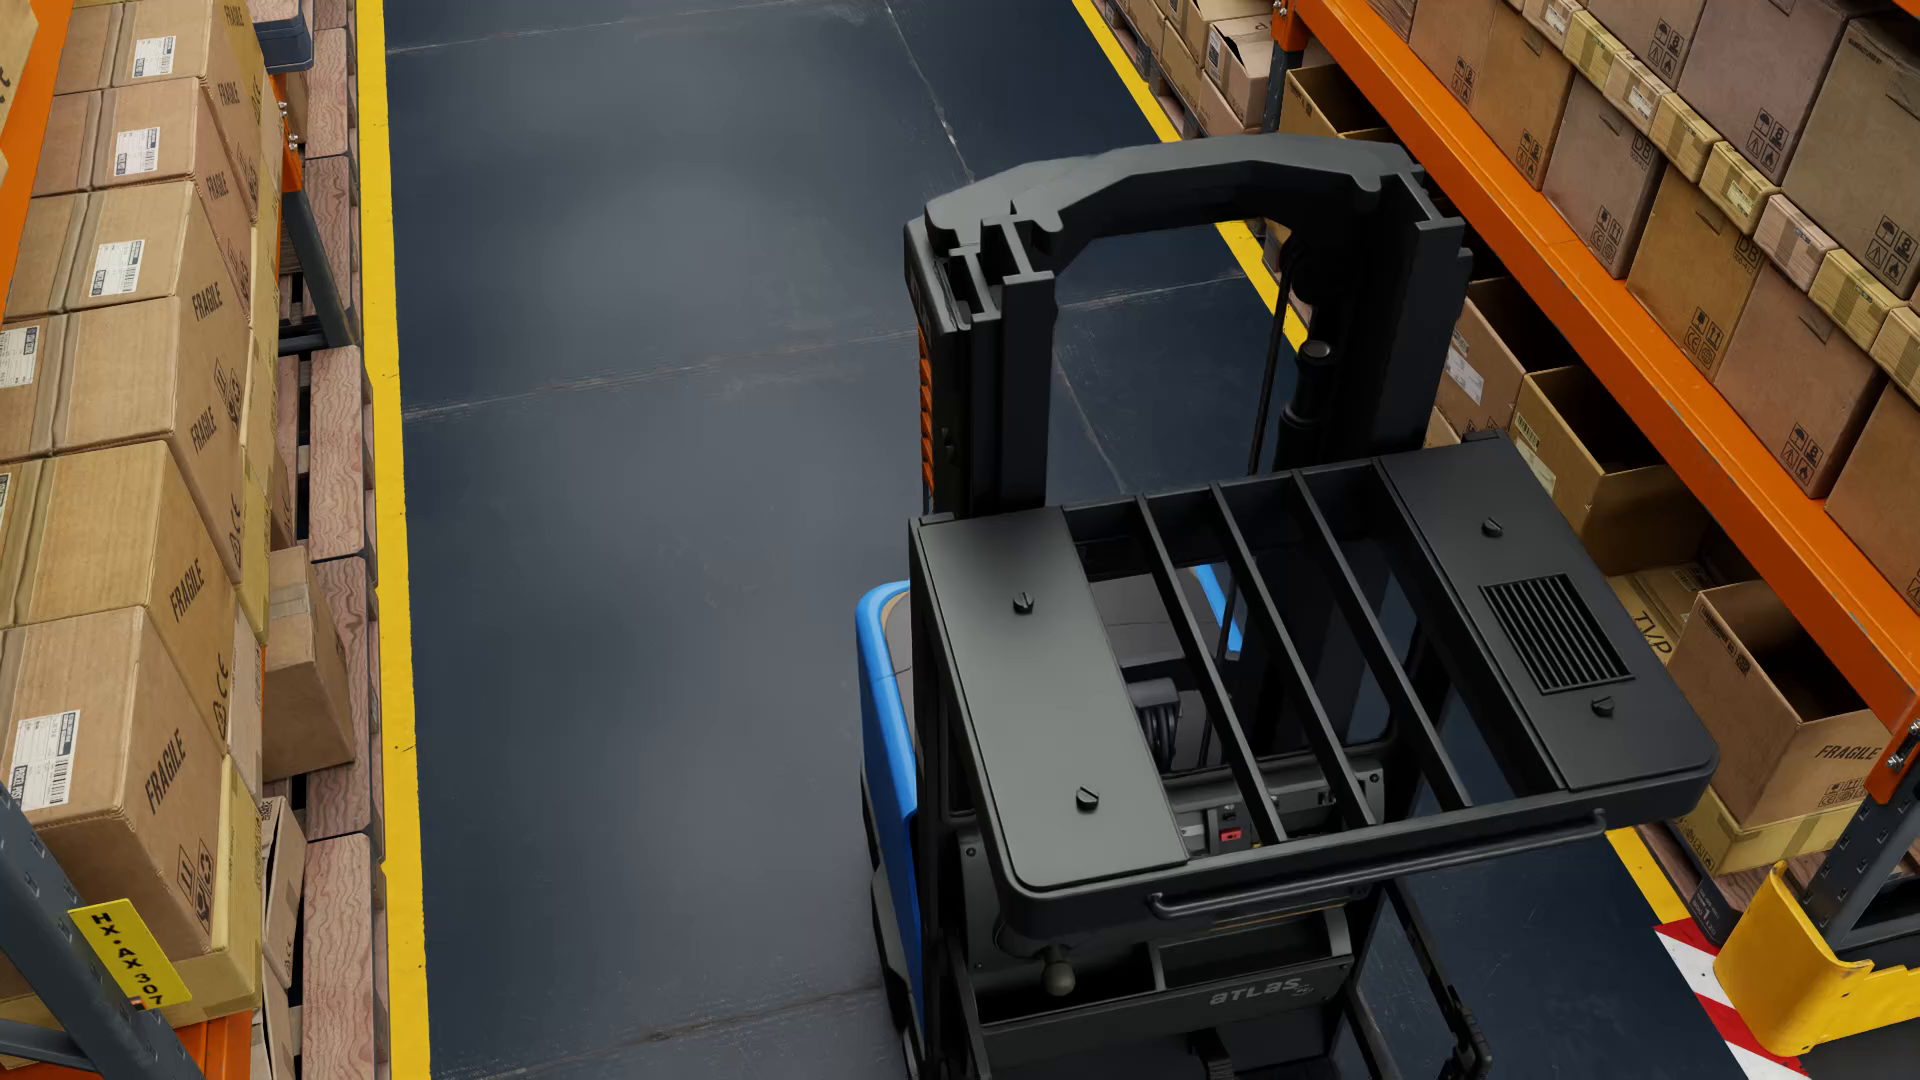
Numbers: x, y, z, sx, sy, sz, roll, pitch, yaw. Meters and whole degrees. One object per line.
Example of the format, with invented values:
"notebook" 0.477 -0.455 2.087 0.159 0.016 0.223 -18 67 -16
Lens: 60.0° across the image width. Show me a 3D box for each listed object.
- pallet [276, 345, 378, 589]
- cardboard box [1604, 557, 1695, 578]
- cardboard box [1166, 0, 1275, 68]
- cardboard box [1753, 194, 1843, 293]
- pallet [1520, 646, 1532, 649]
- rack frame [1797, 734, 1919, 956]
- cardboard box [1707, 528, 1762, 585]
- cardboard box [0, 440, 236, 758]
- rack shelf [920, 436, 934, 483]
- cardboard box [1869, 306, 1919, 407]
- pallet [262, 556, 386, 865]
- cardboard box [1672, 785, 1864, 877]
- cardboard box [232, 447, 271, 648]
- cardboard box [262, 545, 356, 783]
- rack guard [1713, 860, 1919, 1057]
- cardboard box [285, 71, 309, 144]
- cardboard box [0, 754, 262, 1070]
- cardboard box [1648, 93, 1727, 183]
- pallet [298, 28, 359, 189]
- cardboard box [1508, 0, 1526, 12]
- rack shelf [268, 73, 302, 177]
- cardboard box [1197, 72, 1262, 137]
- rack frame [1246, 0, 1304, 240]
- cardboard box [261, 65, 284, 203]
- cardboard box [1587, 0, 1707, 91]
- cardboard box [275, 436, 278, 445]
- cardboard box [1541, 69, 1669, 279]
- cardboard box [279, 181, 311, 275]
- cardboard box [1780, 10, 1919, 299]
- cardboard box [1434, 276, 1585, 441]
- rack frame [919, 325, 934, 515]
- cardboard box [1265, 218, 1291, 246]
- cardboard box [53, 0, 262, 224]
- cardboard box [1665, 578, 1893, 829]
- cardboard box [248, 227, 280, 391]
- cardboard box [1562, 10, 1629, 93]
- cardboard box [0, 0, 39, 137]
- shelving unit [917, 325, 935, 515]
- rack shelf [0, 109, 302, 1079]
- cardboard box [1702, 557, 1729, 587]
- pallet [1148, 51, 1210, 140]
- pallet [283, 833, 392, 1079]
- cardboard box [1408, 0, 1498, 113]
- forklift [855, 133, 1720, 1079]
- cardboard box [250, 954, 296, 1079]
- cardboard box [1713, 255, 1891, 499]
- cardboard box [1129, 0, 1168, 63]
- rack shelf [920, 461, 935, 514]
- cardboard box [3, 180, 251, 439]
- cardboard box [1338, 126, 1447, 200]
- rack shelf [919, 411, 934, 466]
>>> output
"pallet" -2.760 -0.212 6.310 1.003 0.211 1.213 -11 47 -10
"cardboard box" 2.153 0.019 5.762 0.500 0.250 0.500 -11 47 -10
"cardboard box" 1.301 -2.520 7.858 0.500 0.311 0.500 -10 46 -9
"cardboard box" 2.367 -0.814 4.423 0.380 0.149 0.250 -10 46 -10
"pallet" 2.300 -0.177 6.276 1.003 0.211 1.213 -11 47 -10
"rack frame" 2.845 0.208 3.946 1.000 3.000 0.127 -11 47 -10
"cardboard box" 2.793 0.005 5.251 0.500 0.500 0.500 -11 47 -10
"cardboard box" -1.891 0.172 3.547 0.500 0.500 0.500 -11 47 -10
"rack shelf" 0.004 -0.295 5.929 0.258 0.103 0.180 -11 47 -10
"cardboard box" 2.495 -0.463 4.080 0.380 0.149 0.250 -10 46 -9
"pallet" -2.445 0.632 5.483 1.003 0.211 1.213 -11 47 -10
"cardboard box" 2.422 0.707 5.088 0.500 0.250 0.500 -11 47 -10
"cardboard box" -2.032 0.058 4.184 0.500 0.250 0.500 -11 47 -11
"cardboard box" -2.318 0.434 5.167 0.700 0.500 0.500 -13 47 -13
"rack guard" 2.851 1.100 4.822 1.175 0.500 0.348 -11 47 -10
"cardboard box" -3.443 -2.137 7.686 0.700 0.500 0.500 -10 46 -10
"cardboard box" -1.761 0.767 3.489 0.500 0.250 0.500 -12 47 -11
"cardboard box" 2.230 -1.177 4.779 0.380 0.149 0.250 -10 46 -9
"pallet" -3.483 -2.050 8.112 1.003 0.211 1.213 -11 47 -10
"cardboard box" 1.965 -1.890 5.477 0.380 0.149 0.250 -12 47 -12
"rack shelf" -3.479 -2.774 7.372 1.077 0.370 4.000 -11 47 -10
"cardboard box" 1.435 -1.971 7.713 0.500 0.250 0.500 -11 47 -11
"rack frame" 1.821 -2.554 6.652 1.000 3.000 0.127 -11 47 -10
"cardboard box" -2.552 -1.328 5.542 0.500 0.250 0.500 -11 47 -10
"cardboard box" 2.326 -1.698 4.835 0.700 0.500 0.500 -11 47 -10
"cardboard box" -2.801 -0.444 6.260 0.380 0.166 0.250 -16 48 -15
"cardboard box" 2.339 -1.220 5.275 0.700 0.500 0.500 -9 46 -9
"cardboard box" -3.171 -1.429 6.993 0.700 0.500 0.500 -9 46 -9
"cardboard box" 2.584 -1.004 4.156 0.700 0.500 0.500 -12 47 -11
"cardboard box" 2.023 -0.588 5.832 0.500 0.500 0.500 -11 47 -10
"rack frame" -0.020 -0.473 5.874 0.240 1.200 0.006 -11 47 -10
"cardboard box" 1.647 -1.363 7.116 0.500 0.250 0.500 -11 47 -10
"cardboard box" -2.413 -1.249 4.940 0.500 0.500 0.500 -11 47 -11
"cardboard box" 2.420 0.445 4.820 0.500 0.500 0.500 -11 47 -10
"cardboard box" -2.289 -0.638 4.866 0.500 0.250 0.500 -11 47 -11
"cardboard box" 2.103 -1.526 5.121 0.380 0.149 0.250 -11 47 -11
"cardboard box" -2.026 -0.987 2.933 0.500 0.500 0.500 -9 46 -8
"shelving unit" 0.004 -0.410 5.812 0.258 1.200 0.189 -11 47 -10
"rack shelf" -2.455 -0.013 4.666 1.077 0.370 4.000 -11 47 -10
"cardboard box" 2.791 0.268 5.518 0.500 0.250 0.500 -11 47 -10
"pallet" 1.595 -2.079 8.140 1.003 0.211 1.213 -11 47 -10
"pallet" -2.136 1.473 4.659 1.003 0.211 1.213 -11 47 -10
"cardboard box" 2.082 -1.920 5.962 0.700 0.500 0.500 -11 47 -11
"forklift" 0.506 0.813 3.401 1.130 2.935 3.031 -9 46 -9
"cardboard box" -2.033 1.409 4.343 0.500 0.311 0.500 -16 48 -15
"cardboard box" 2.599 -0.513 4.583 0.700 0.500 0.500 -10 46 -9
"cardboard box" 1.175 -2.674 8.402 0.500 0.250 0.500 -10 46 -9
"rack shelf" 0.004 -0.211 6.015 0.258 0.103 0.180 -11 47 -10
"cardboard box" -2.161 -0.540 4.245 0.500 0.500 0.500 -9 46 -9
"cardboard box" 1.773 -1.279 6.510 0.500 0.500 0.500 -11 47 -10
"rack shelf" 0.004 -0.379 5.843 0.258 0.103 0.180 -11 47 -10
